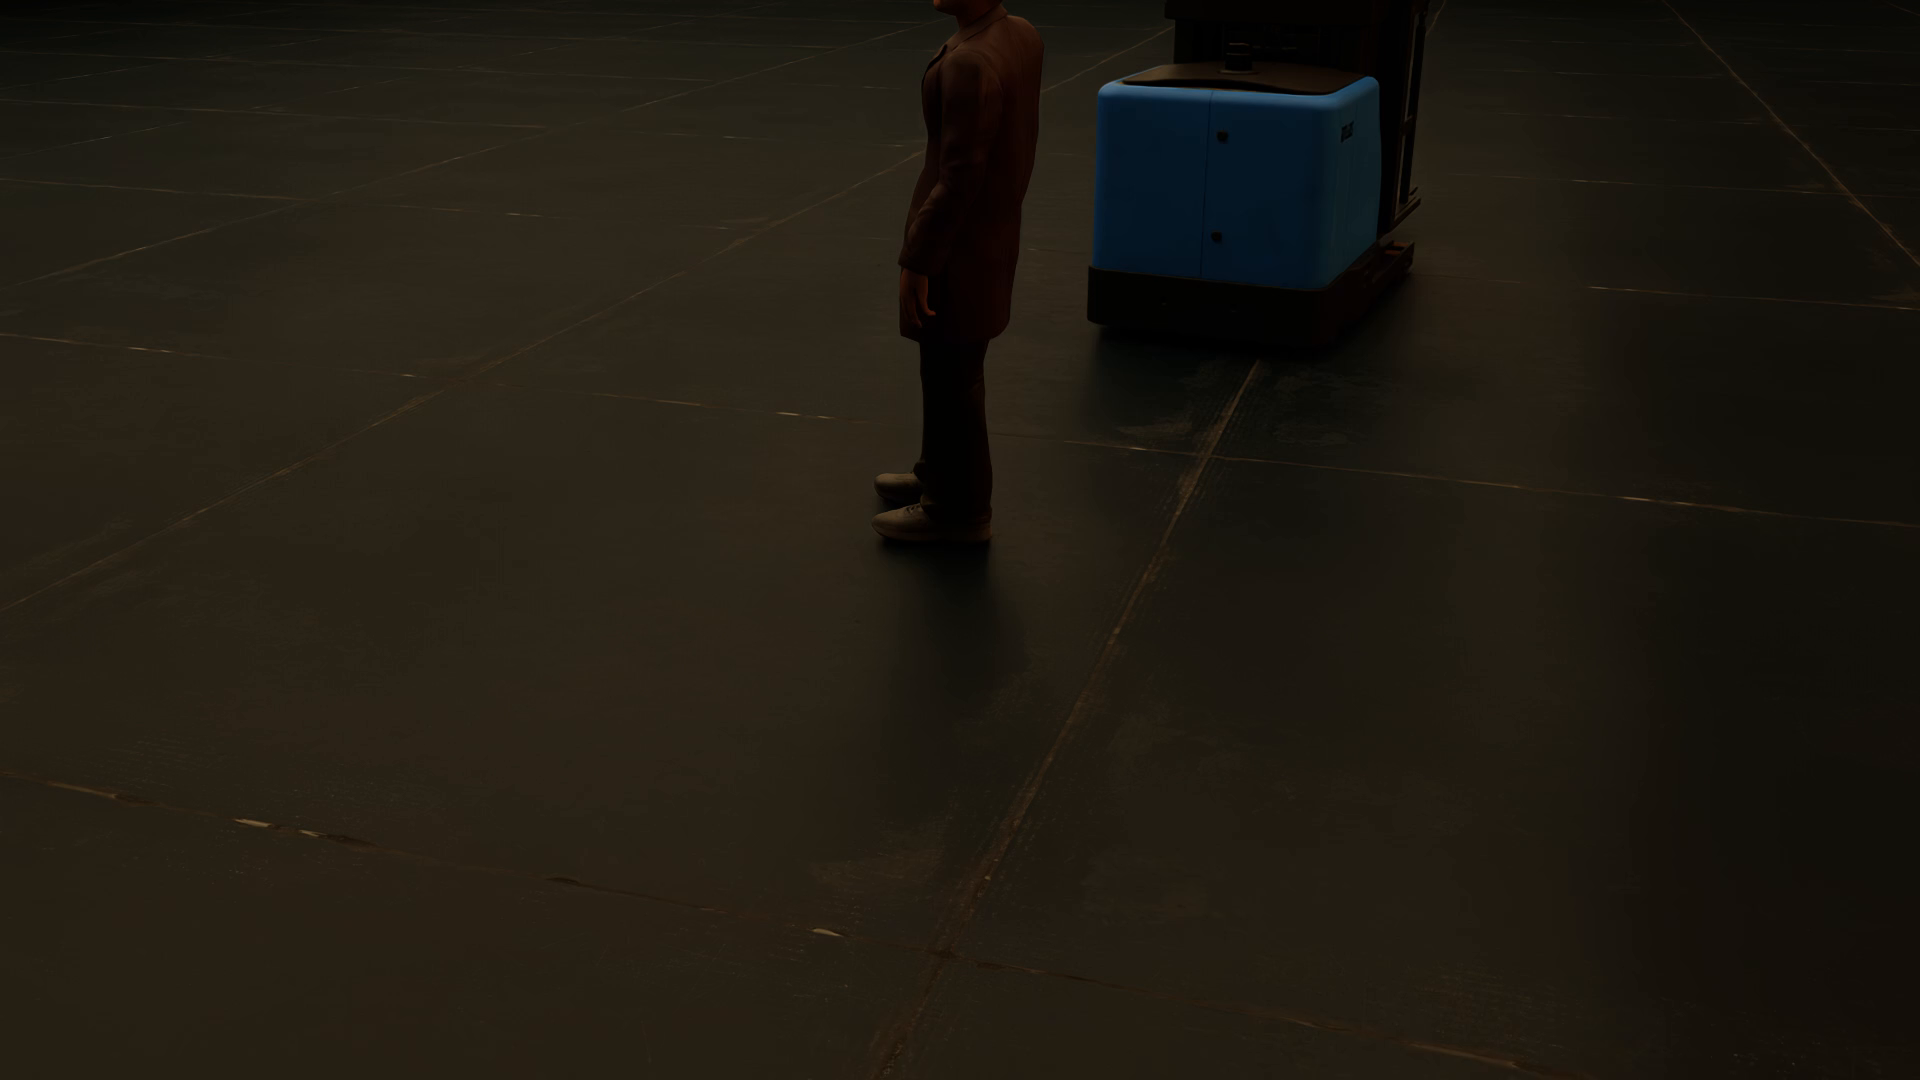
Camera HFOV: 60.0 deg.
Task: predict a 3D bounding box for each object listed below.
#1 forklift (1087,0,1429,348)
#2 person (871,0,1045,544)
[{"bbox_3d":[1.632,-2.676,7.761,1.130,2.935,3.031,10,24,23],"label":"forklift"},{"bbox_3d":[-0.085,-0.840,4.808,0.582,1.775,0.696,7,23,16],"label":"person"}]
